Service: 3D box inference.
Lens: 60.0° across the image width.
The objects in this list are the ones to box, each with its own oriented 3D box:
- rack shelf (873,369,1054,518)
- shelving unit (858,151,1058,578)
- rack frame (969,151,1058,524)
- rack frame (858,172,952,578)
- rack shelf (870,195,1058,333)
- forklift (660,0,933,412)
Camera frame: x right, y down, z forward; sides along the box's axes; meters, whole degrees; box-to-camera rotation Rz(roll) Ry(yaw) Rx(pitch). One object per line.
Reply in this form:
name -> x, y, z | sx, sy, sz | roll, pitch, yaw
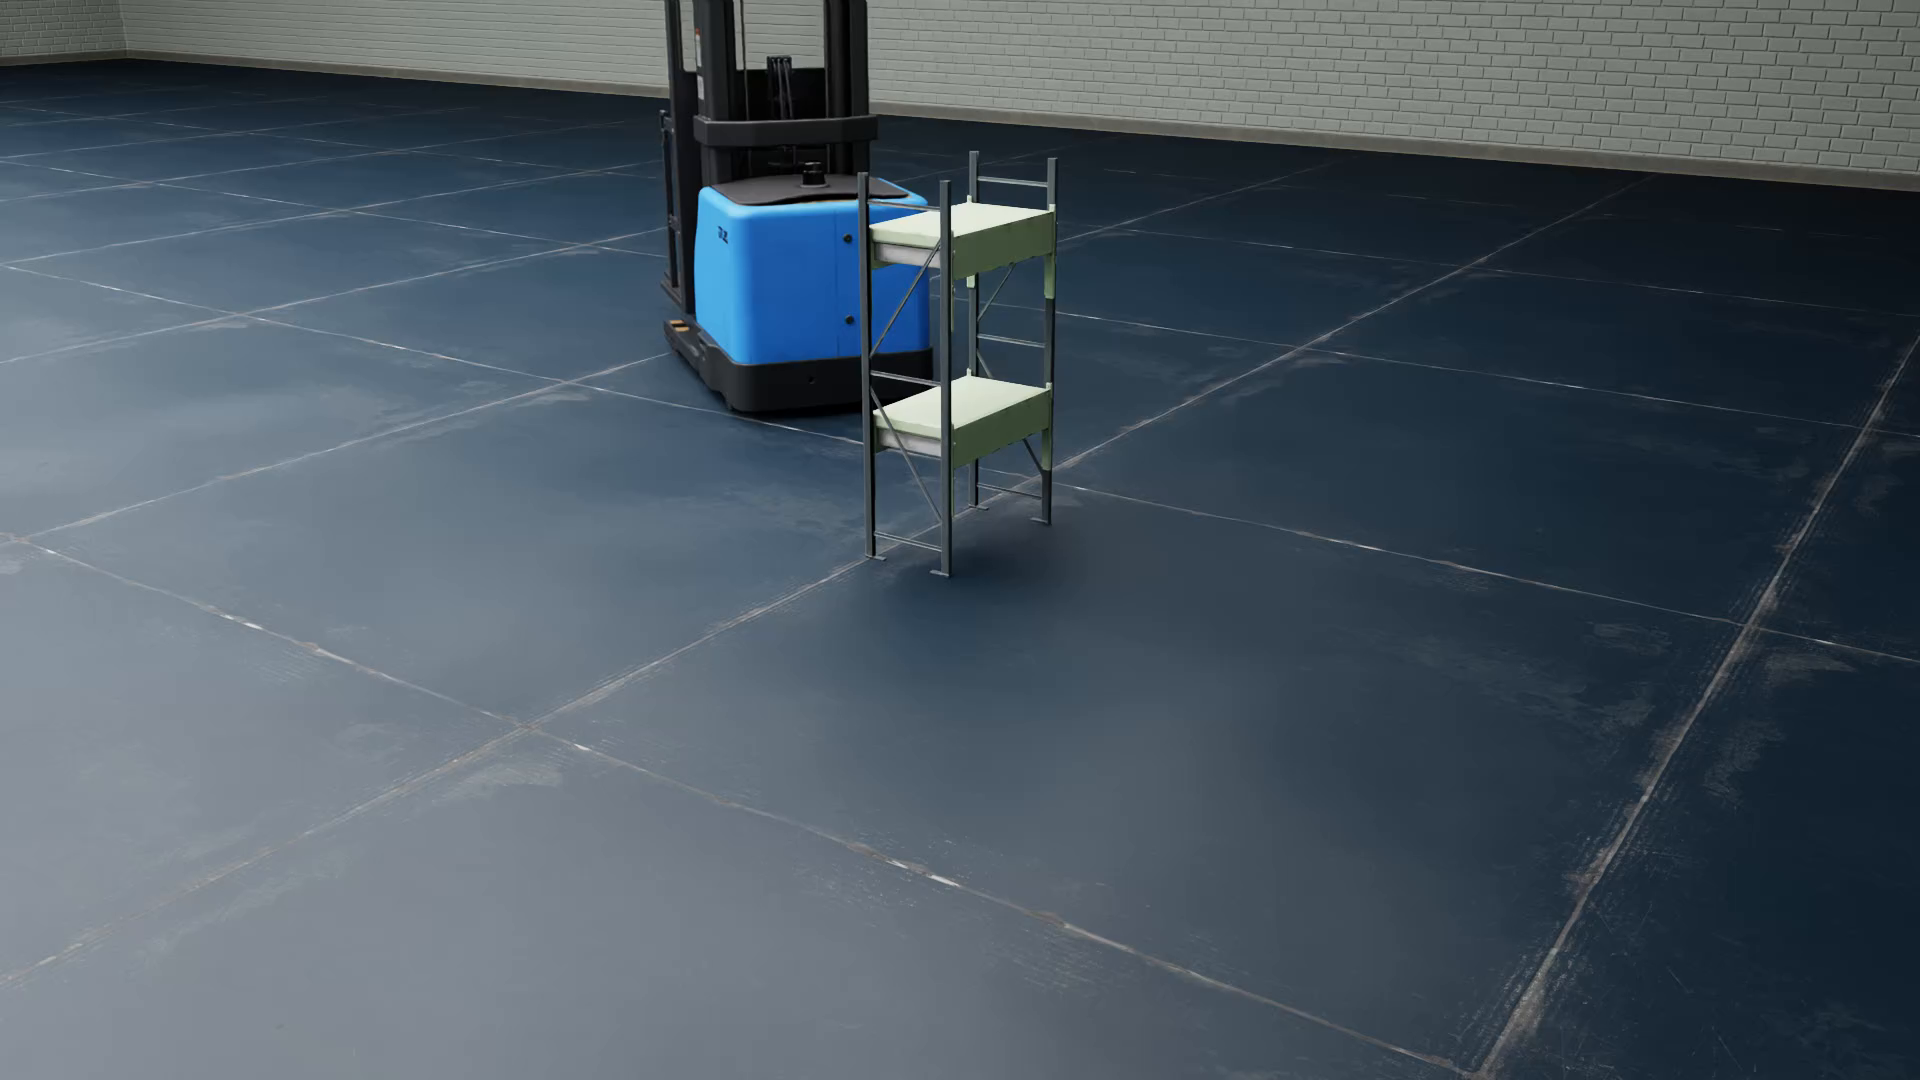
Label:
rack shelf -> 0.004, -0.400, 6.623 | 0.431, 0.370, 0.720 | 13, 24, 32
shelving unit -> 0.004, -0.705, 6.510 | 0.431, 1.500, 0.755 | 13, 24, 32
rack frame -> 0.209, -0.810, 6.794 | 0.400, 1.500, 0.023 | 13, 24, 32
rack frame -> -0.202, -0.600, 6.226 | 0.400, 1.500, 0.023 | 13, 24, 32
rack shelf -> 0.004, -1.071, 6.375 | 0.431, 0.370, 0.720 | 13, 24, 32
forklift -> -1.116, -2.491, 9.274 | 1.130, 2.935, 3.031 | -7, 21, -18
